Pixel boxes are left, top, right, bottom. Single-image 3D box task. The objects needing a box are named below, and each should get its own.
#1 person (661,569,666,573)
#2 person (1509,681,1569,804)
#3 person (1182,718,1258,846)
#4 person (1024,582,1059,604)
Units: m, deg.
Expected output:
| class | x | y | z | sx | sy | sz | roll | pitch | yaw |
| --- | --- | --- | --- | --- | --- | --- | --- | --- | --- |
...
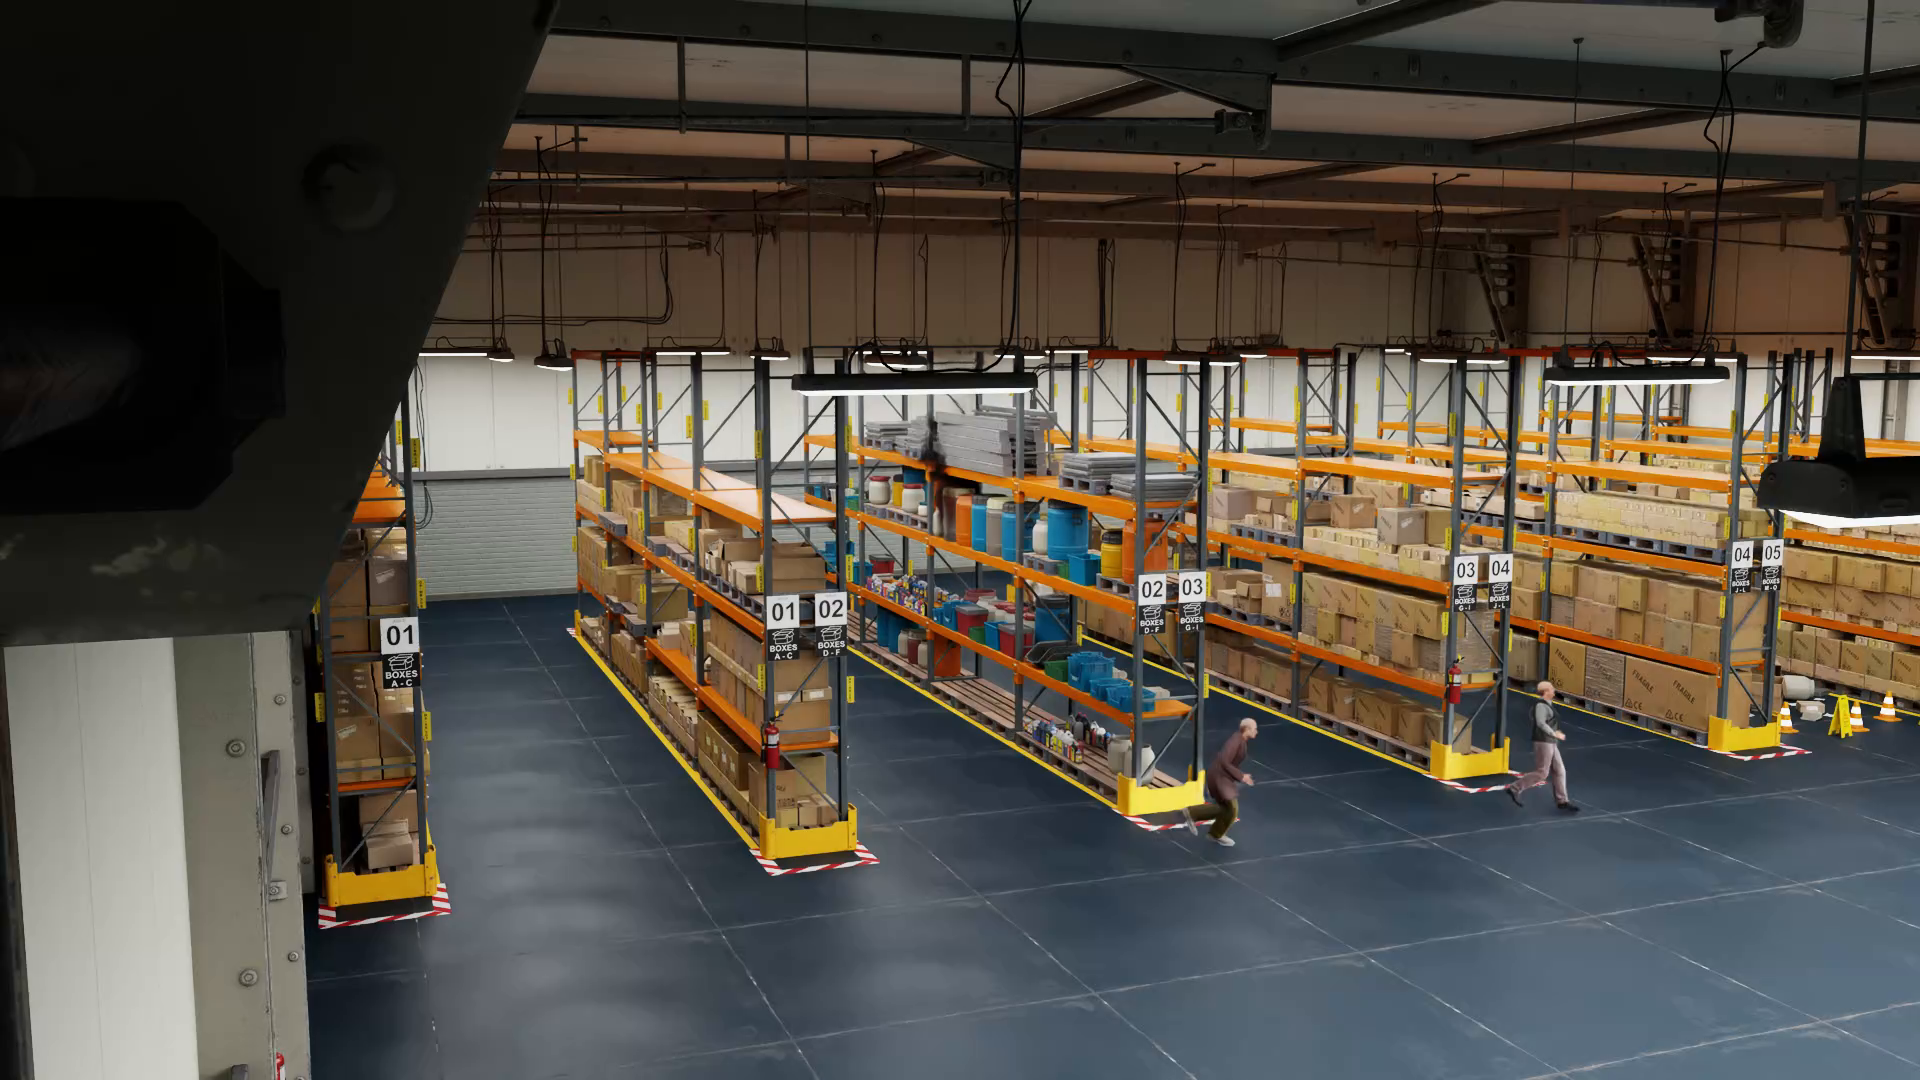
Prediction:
| class | x | y | z | sx | sy | sz | roll | pitch | yaw |
| --- | --- | --- | --- | --- | --- | --- | --- | --- | --- |
| person | -6.330 | 1.107 | 36.102 | 0.646 | 1.556 | 0.820 | 3 | 8 | 21 |
| person | 7.768 | 2.696 | 22.245 | 0.774 | 1.633 | 0.616 | 2 | 7 | 17 |
| person | 3.224 | 2.980 | 20.666 | 0.918 | 1.614 | 0.678 | 2 | 7 | 17 |
| person | 1.730 | 1.278 | 33.946 | 0.703 | 1.679 | 0.575 | -3 | 8 | -23 |
